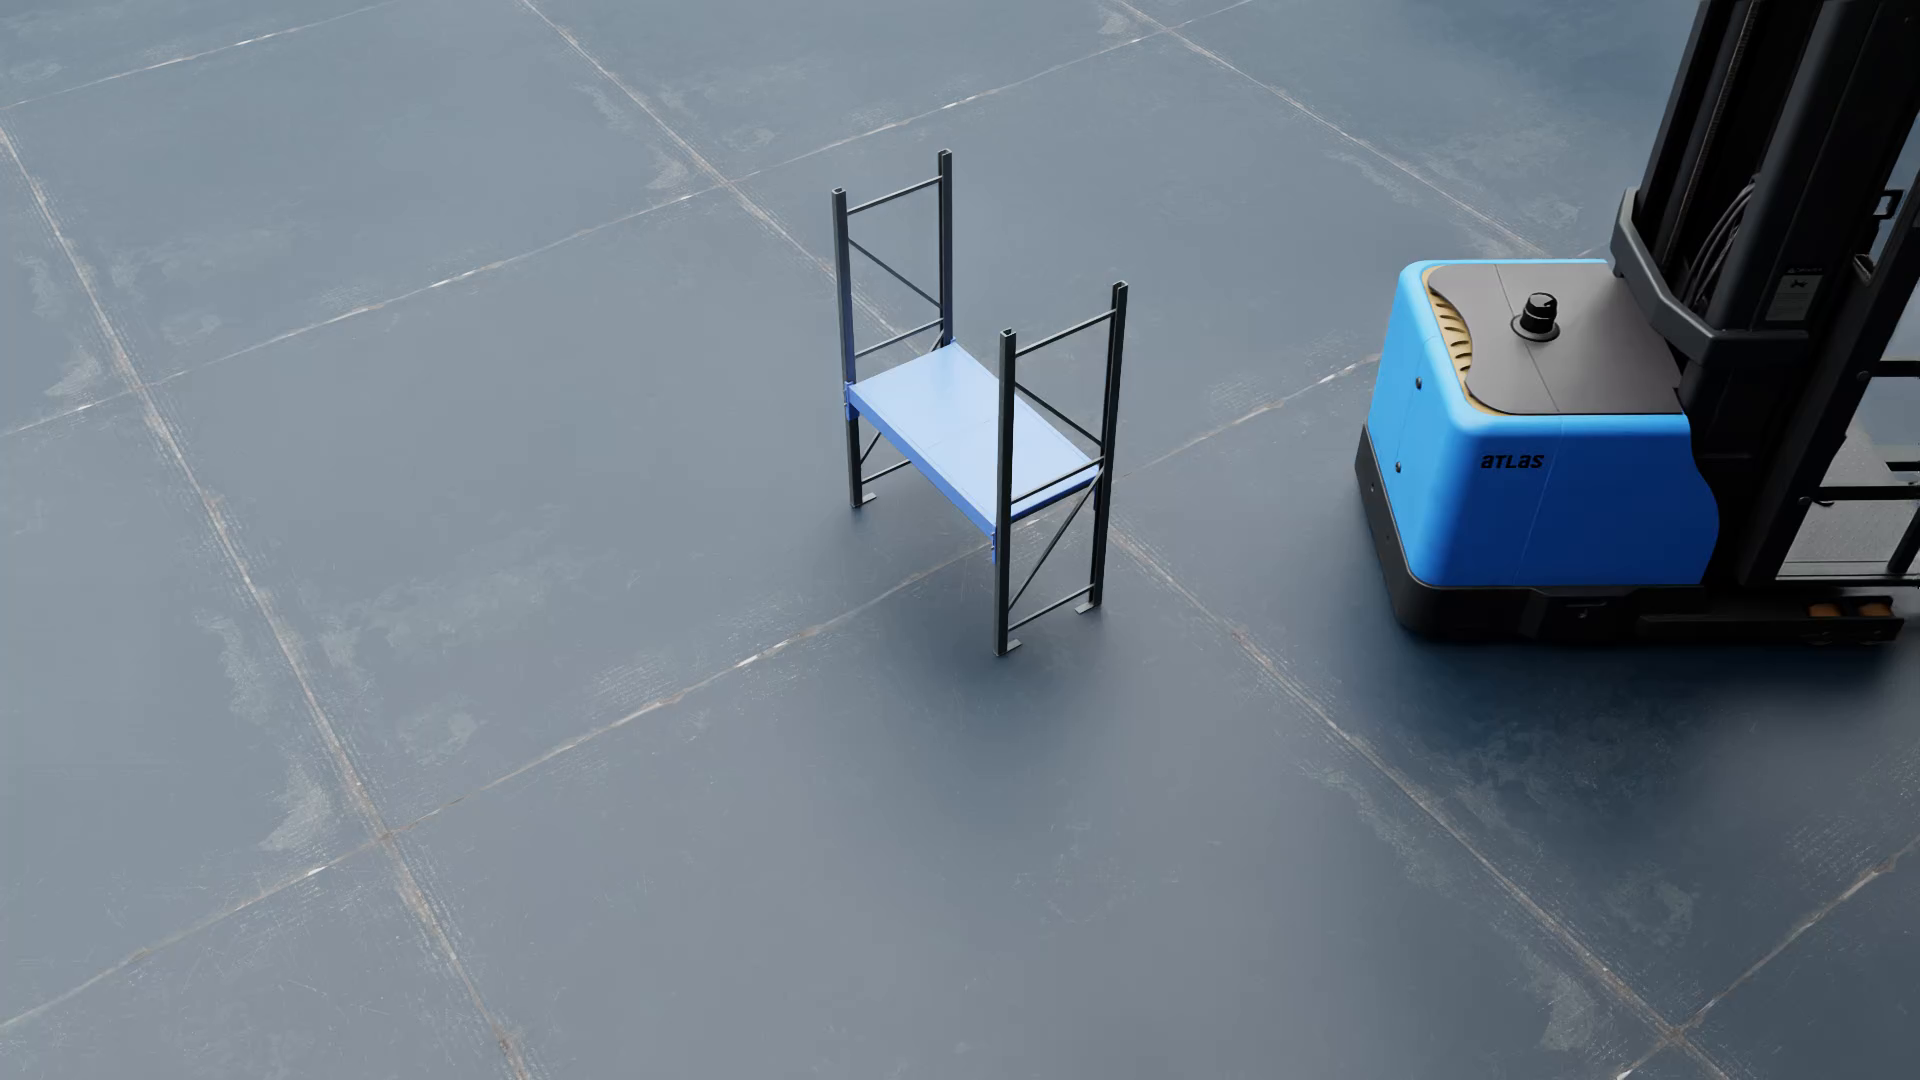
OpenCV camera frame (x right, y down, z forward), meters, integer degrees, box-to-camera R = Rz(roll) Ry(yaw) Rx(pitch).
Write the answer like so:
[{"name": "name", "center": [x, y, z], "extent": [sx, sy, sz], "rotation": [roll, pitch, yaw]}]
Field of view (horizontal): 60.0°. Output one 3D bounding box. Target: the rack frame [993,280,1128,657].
[{"name": "rack frame", "center": [0.340, -0.206, 5.880], "extent": [0.500, 1.500, 0.032], "rotation": [-26, 49, -24]}]

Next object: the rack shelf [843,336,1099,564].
[{"name": "rack shelf", "center": [0.049, -0.364, 6.306], "extent": [0.538, 0.185, 1.000], "rotation": [-26, 49, -24]}]

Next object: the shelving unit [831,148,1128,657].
[{"name": "shelving unit", "center": [0.049, -0.494, 6.182], "extent": [0.538, 1.500, 1.048], "rotation": [-26, 49, -24]}]

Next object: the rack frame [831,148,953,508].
[{"name": "rack frame", "center": [-0.242, -0.782, 6.483], "extent": [0.500, 1.500, 0.032], "rotation": [-26, 49, -24]}]

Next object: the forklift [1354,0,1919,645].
[{"name": "forklift", "center": [3.172, -1.029, 5.705], "extent": [3.031, 2.935, 1.130], "rotation": [-1, 44, -1]}]
